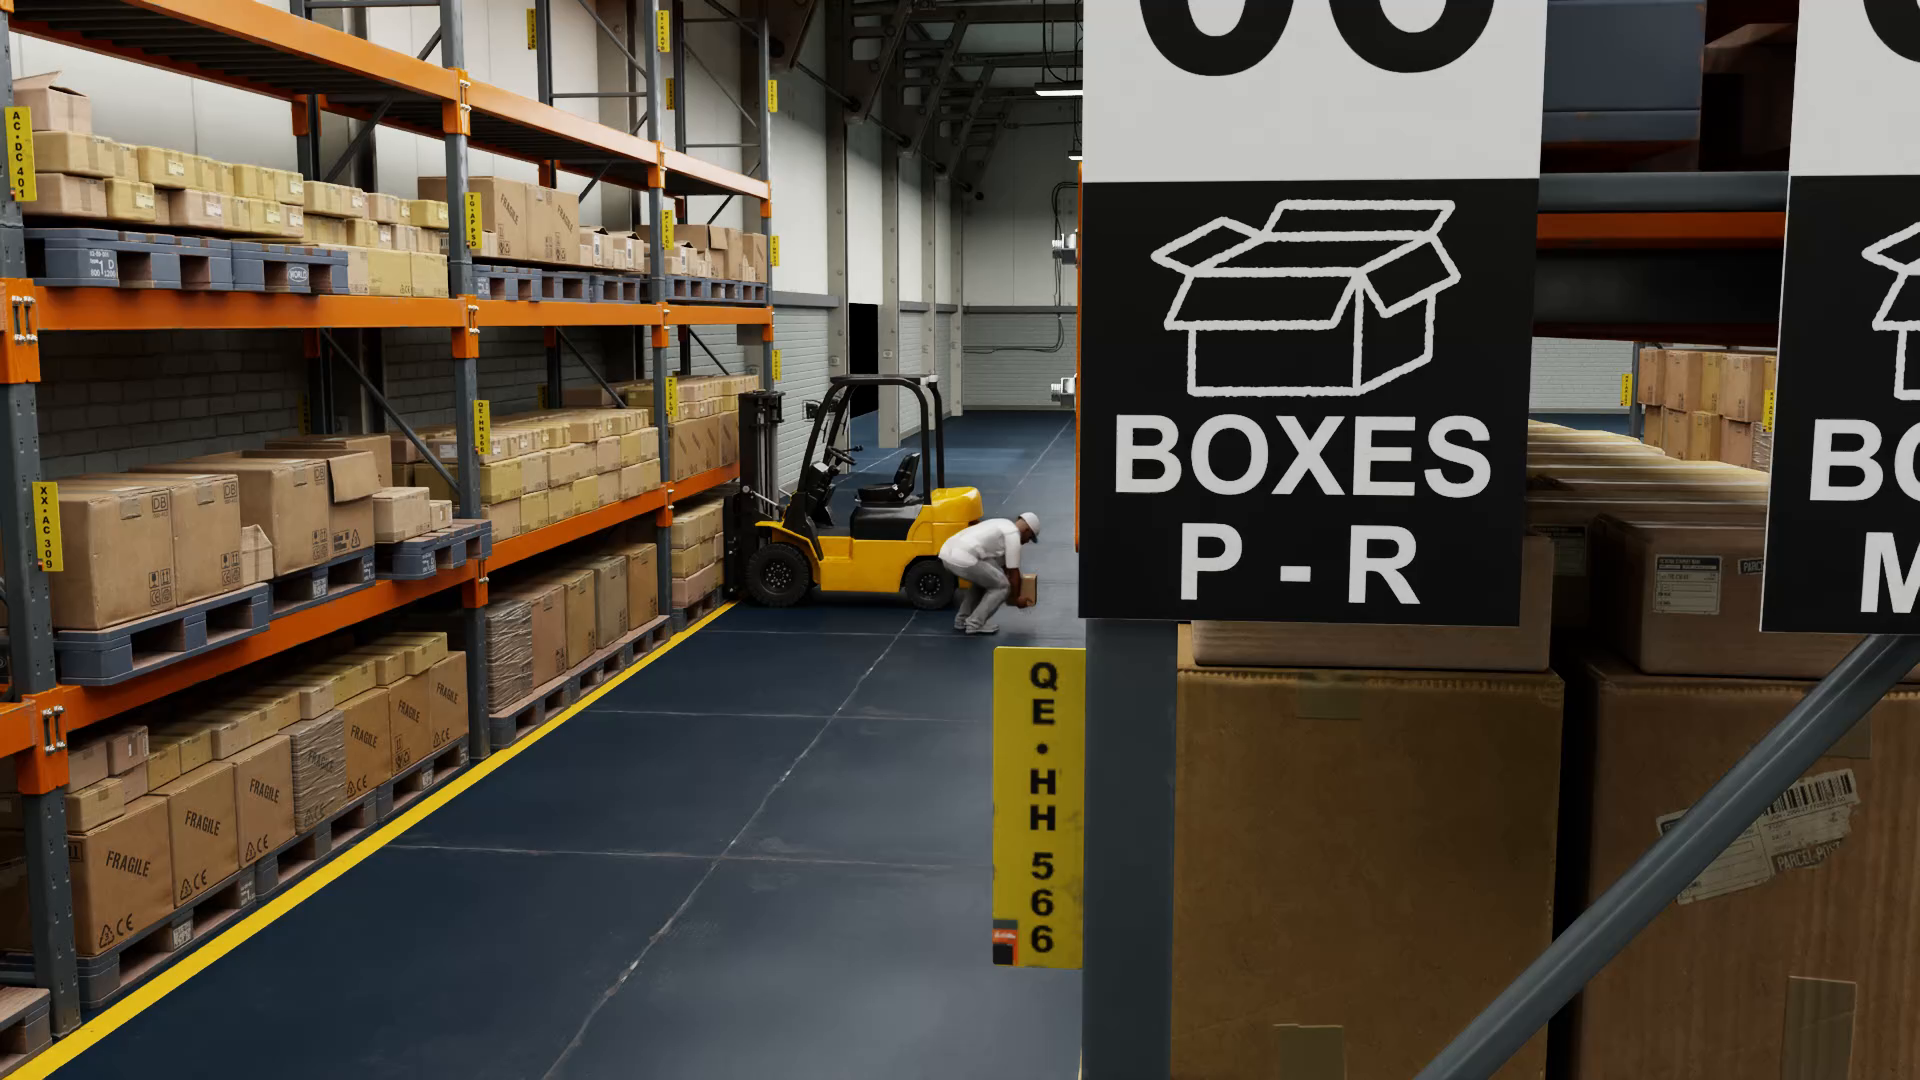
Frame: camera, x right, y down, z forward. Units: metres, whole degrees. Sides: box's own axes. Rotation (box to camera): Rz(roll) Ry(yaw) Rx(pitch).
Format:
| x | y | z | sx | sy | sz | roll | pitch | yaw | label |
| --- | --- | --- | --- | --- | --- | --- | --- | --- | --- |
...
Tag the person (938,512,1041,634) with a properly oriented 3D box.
| x | y | z | sx | sy | sz | roll | pitch | yaw | label |
| --- | --- | --- | --- | --- | --- | --- | --- | --- | --- |
| 0.276 | 0.279 | 14.491 | 0.947 | 1.009 | 0.526 | -3 | 8 | -25 | person |
